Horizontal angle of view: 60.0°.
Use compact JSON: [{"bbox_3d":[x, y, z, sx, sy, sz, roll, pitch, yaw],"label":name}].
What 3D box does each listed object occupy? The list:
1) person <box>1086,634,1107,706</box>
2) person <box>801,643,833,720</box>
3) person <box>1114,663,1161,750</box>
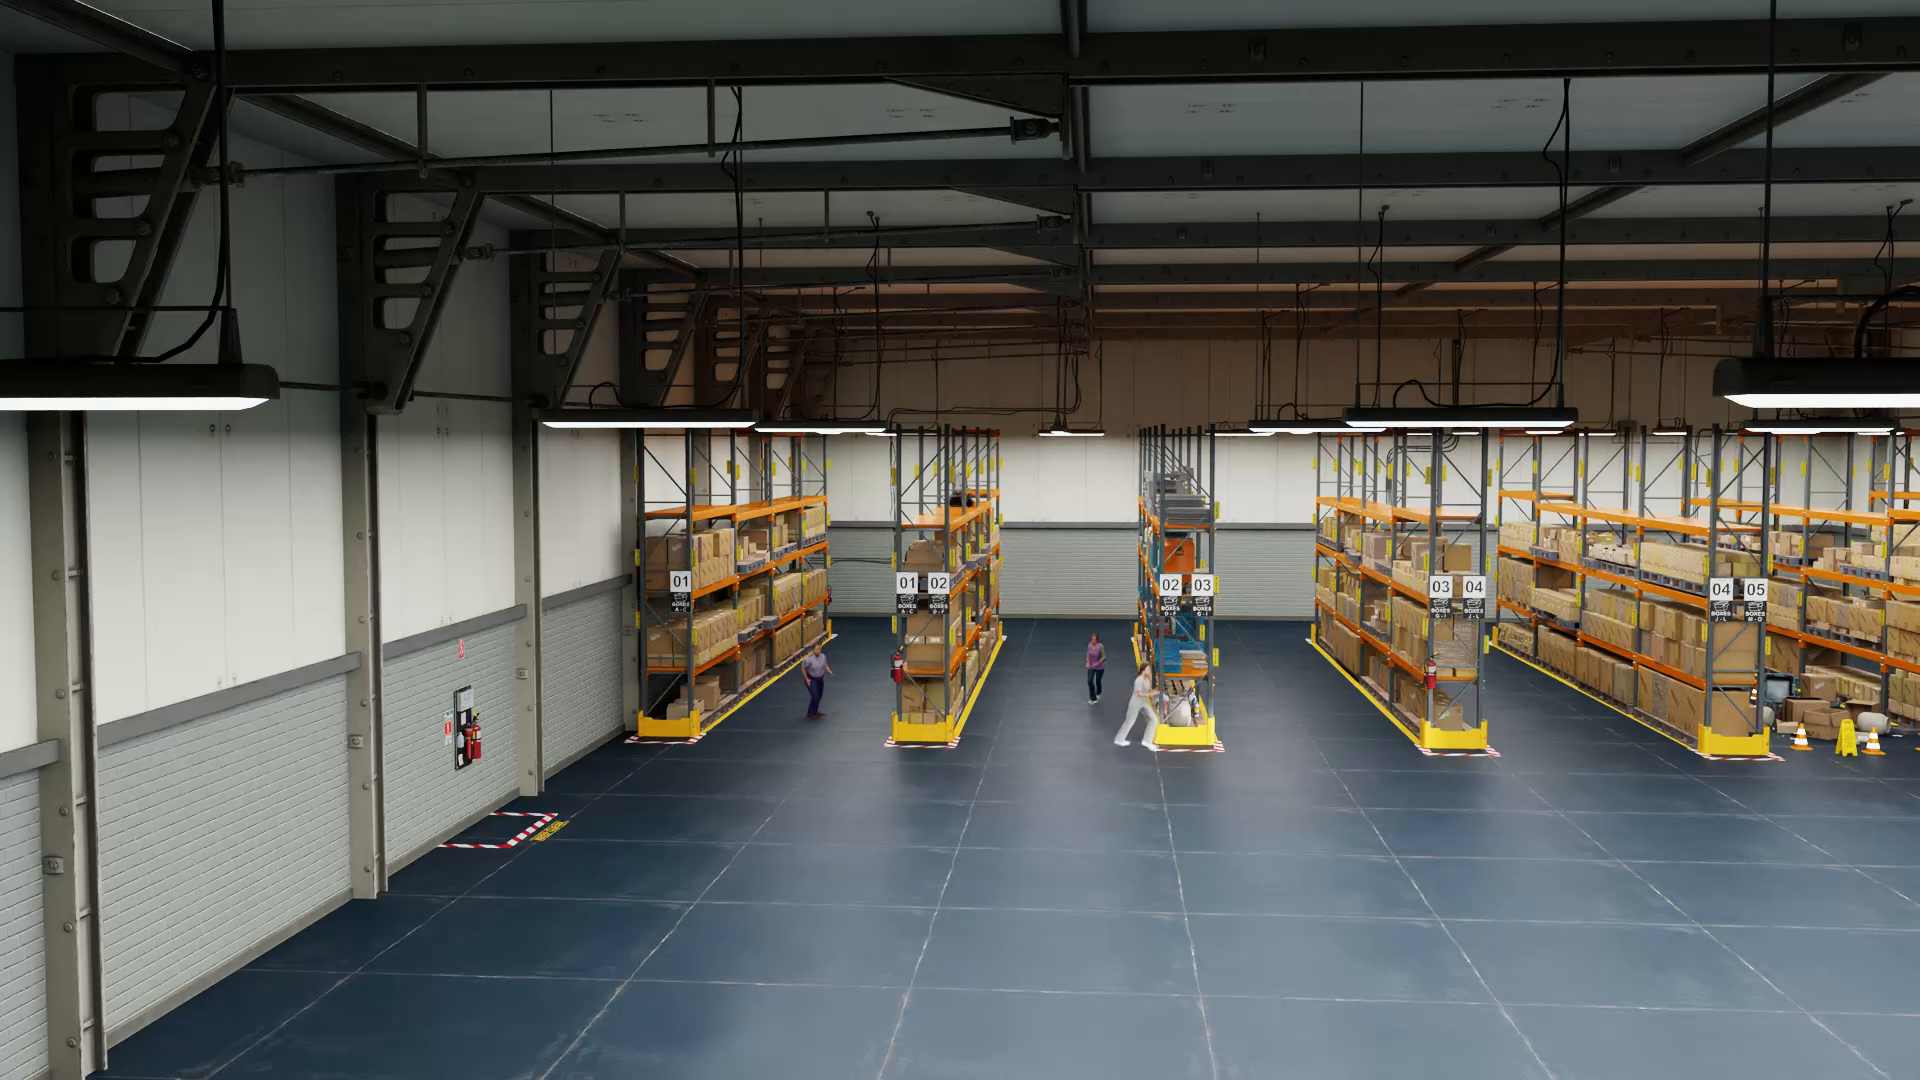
[{"bbox_3d":[2.987,2.768,35.931,0.485,1.556,0.758,1,4,21],"label":"person"},{"bbox_3d":[-2.918,2.891,34.021,0.759,1.592,0.654,3,5,40],"label":"person"},{"bbox_3d":[3.259,3.038,30.473,0.949,1.619,0.503,3,4,37],"label":"person"}]
